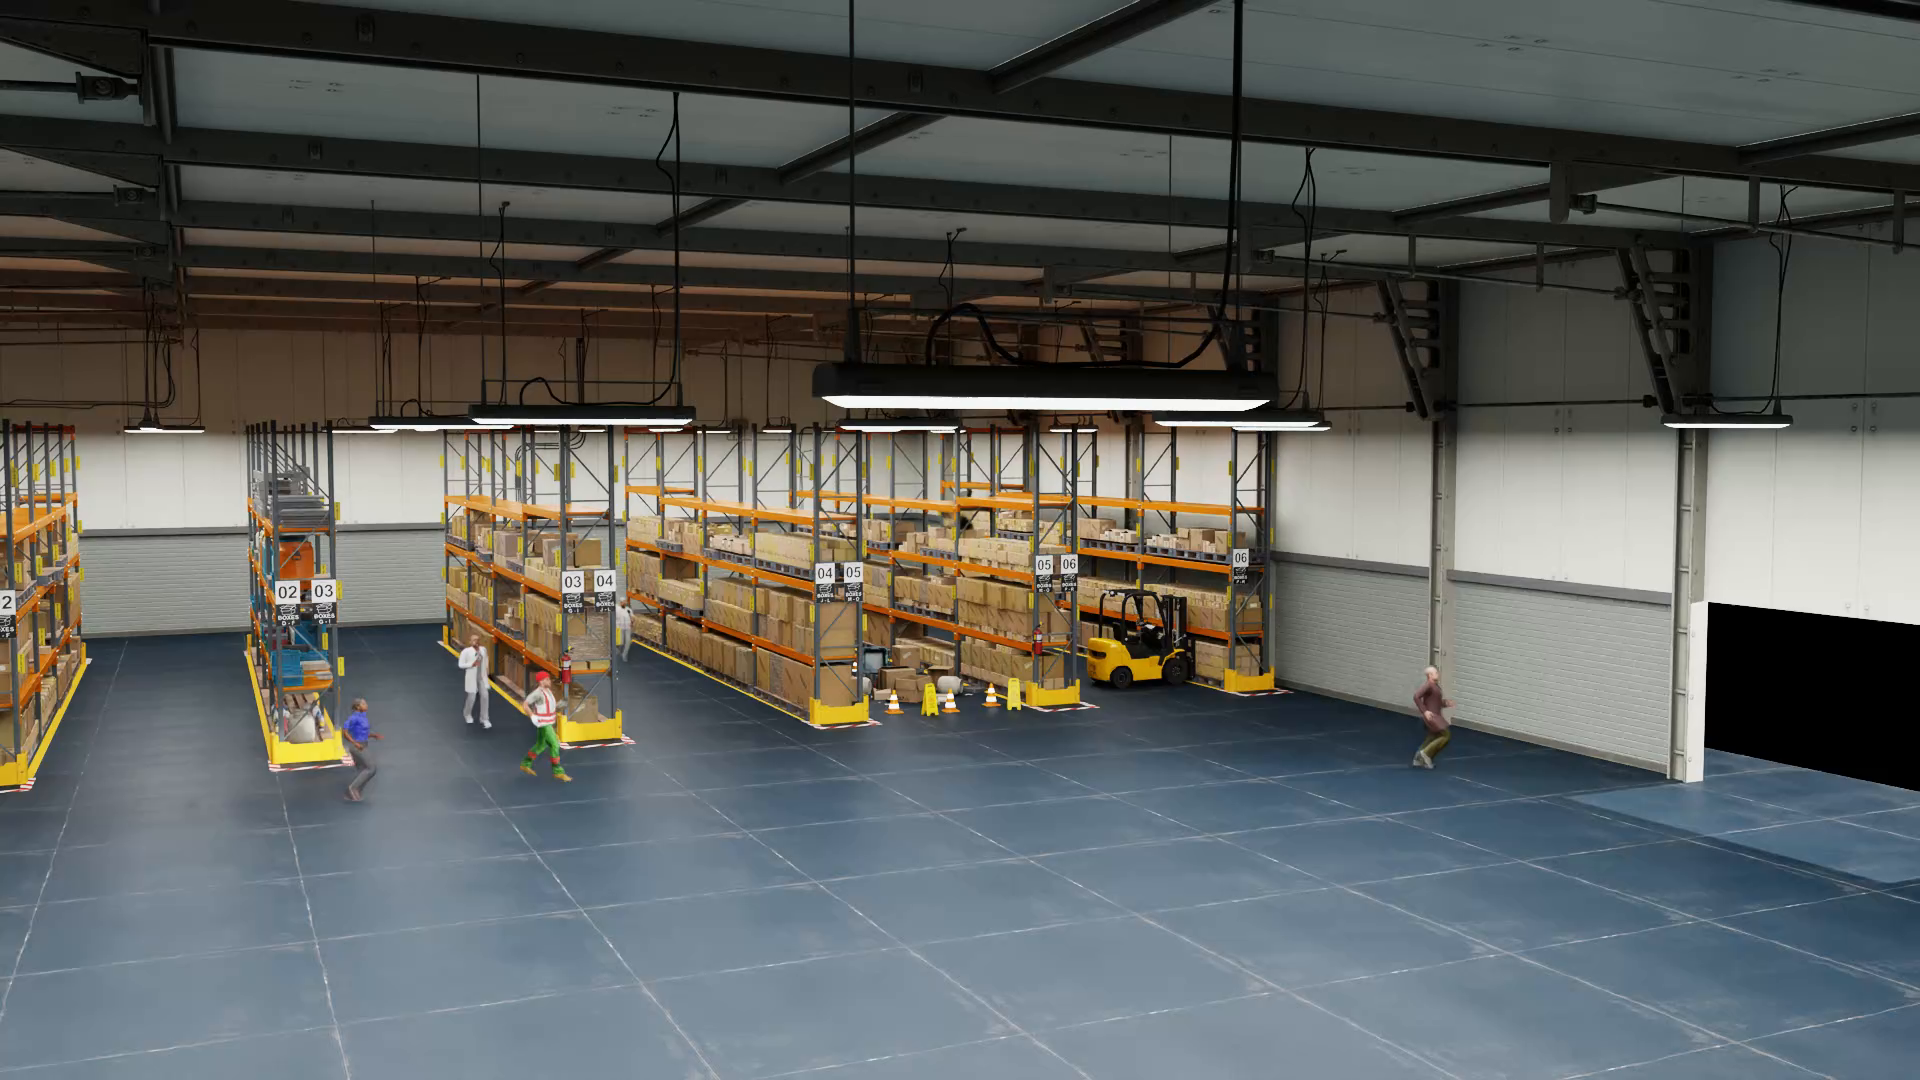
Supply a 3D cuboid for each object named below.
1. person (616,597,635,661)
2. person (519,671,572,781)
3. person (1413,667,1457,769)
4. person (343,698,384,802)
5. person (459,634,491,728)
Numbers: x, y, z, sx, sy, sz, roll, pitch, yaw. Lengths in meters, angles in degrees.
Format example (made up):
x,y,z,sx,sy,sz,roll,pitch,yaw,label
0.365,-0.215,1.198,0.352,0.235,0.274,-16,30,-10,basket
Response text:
x,y,z,sx,sy,sz,roll,pitch,yaw,label
-8.593,2.273,42.448,0.615,1.628,0.550,-2,4,-24,person
-6.891,3.077,27.584,0.925,1.810,0.655,0,4,2,person
8.144,3.053,28.528,0.712,1.747,0.685,1,4,22,person
-9.348,3.274,26.031,0.608,1.619,0.548,0,4,-7,person
-9.528,2.852,32.740,0.701,1.597,0.949,-3,5,-38,person
